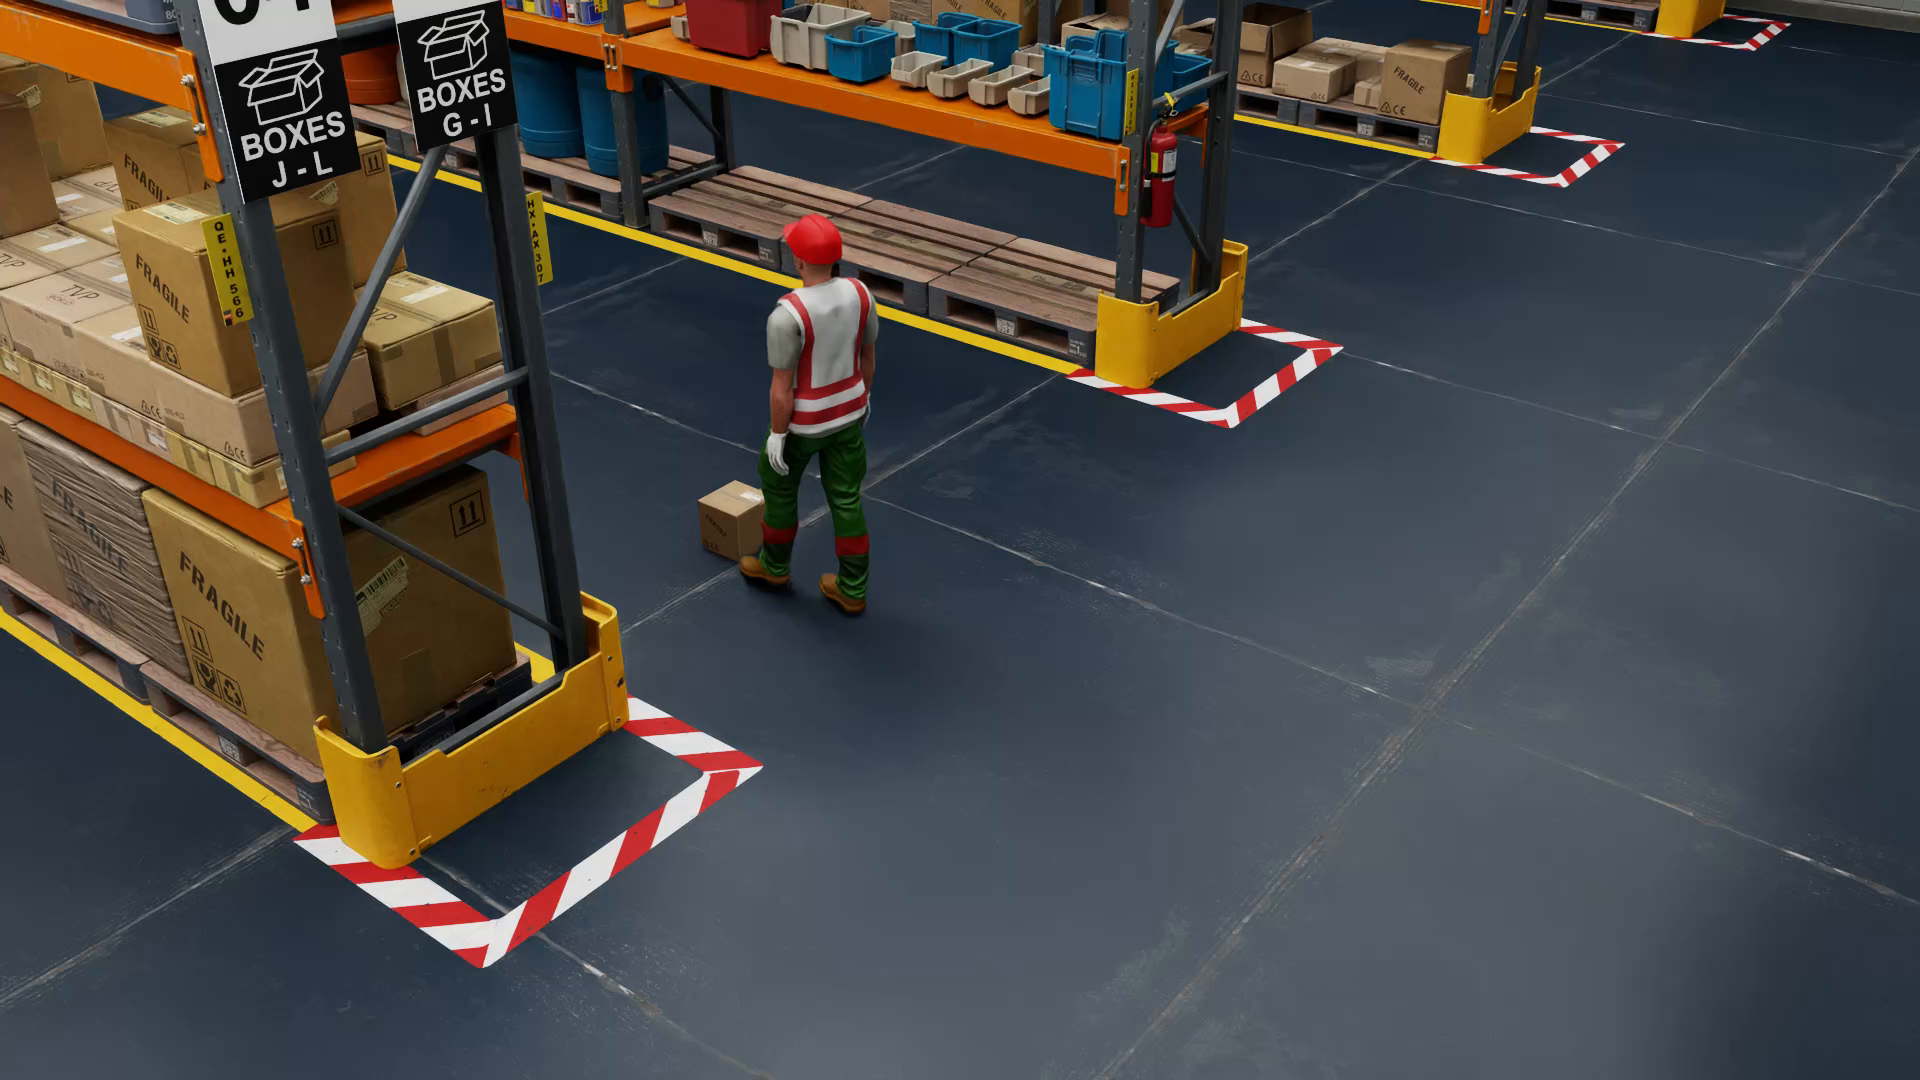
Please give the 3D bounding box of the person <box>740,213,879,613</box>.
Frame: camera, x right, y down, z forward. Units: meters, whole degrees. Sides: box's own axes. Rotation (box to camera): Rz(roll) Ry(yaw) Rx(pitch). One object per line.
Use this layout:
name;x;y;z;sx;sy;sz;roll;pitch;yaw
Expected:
person;-0.664;-0.569;7.040;0.555;1.781;0.664;-20;36;-30
